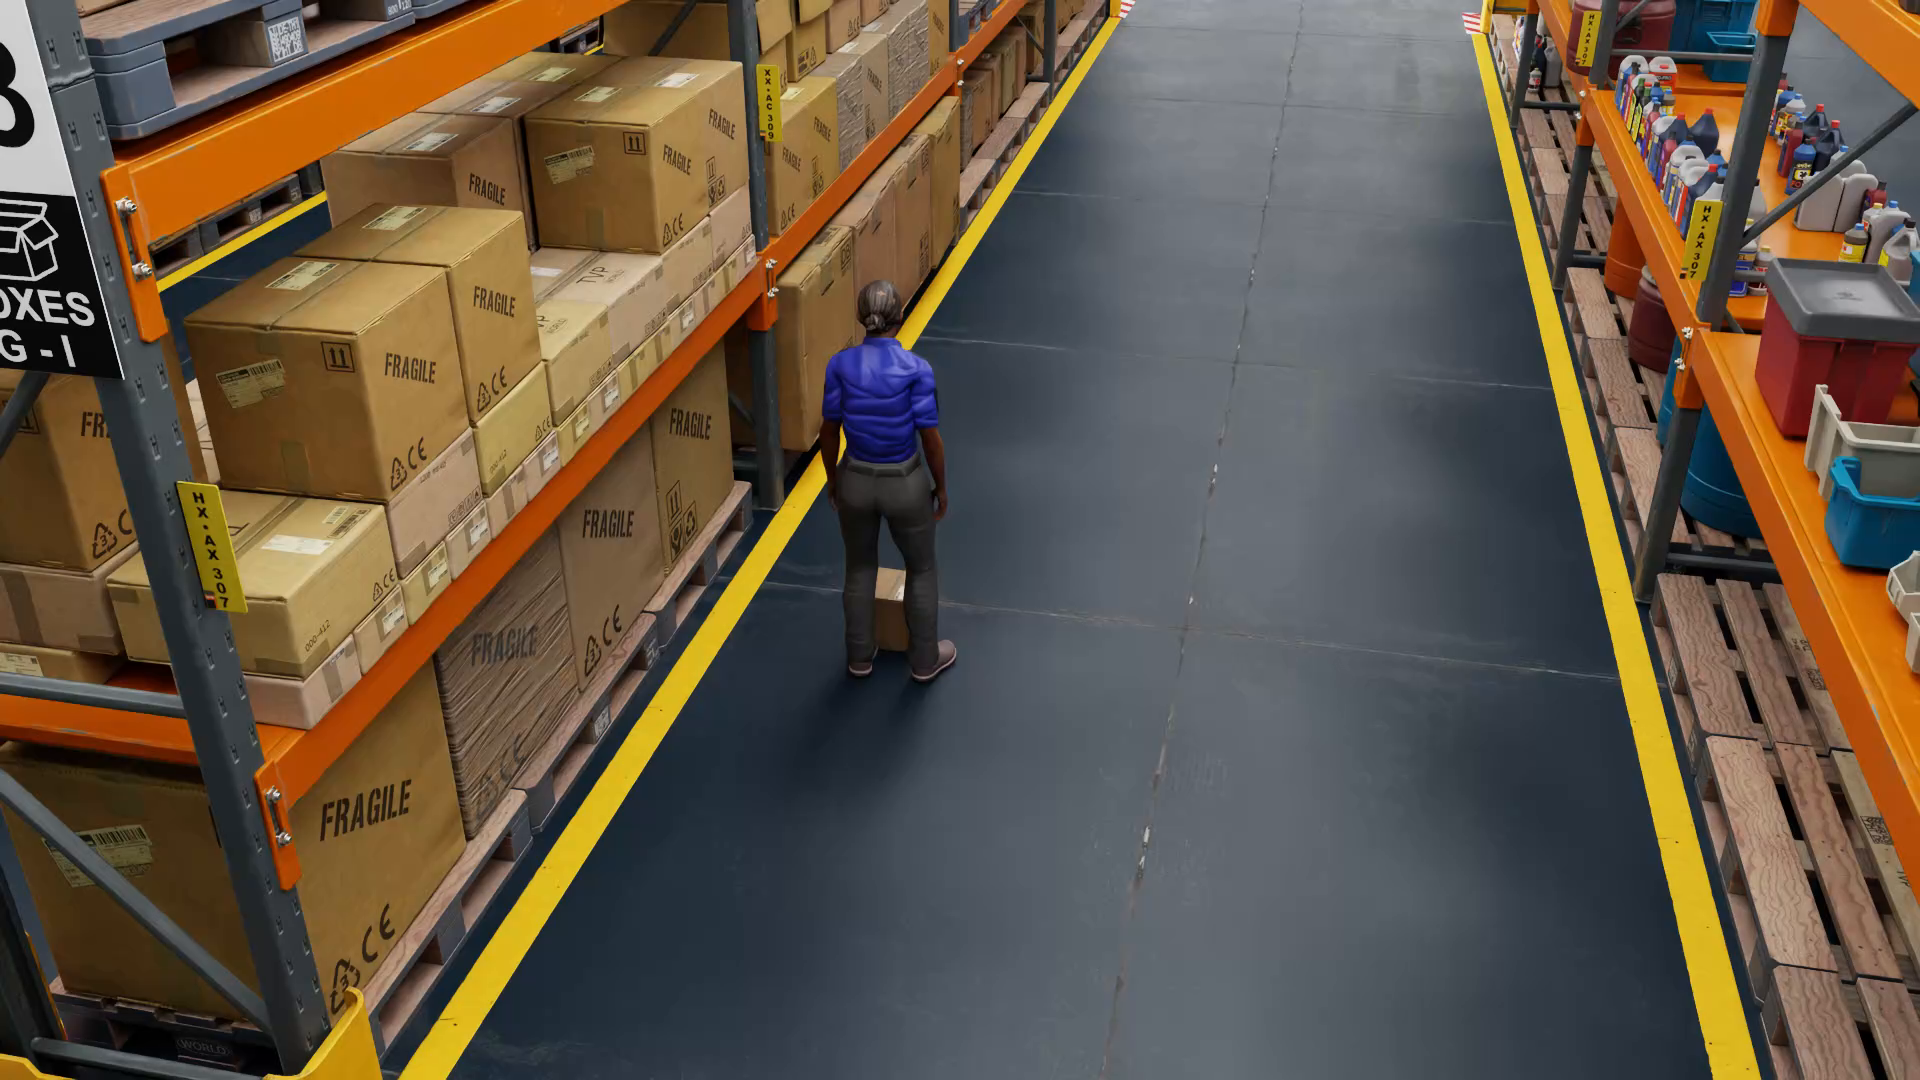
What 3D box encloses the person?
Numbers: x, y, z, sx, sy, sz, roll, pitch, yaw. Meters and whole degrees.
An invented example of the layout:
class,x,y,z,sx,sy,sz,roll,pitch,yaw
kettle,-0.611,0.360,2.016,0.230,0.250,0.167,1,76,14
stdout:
class,x,y,z,sx,sy,sz,roll,pitch,yaw
person,-0.286,-0.205,6.500,0.510,1.655,0.349,6,29,10
